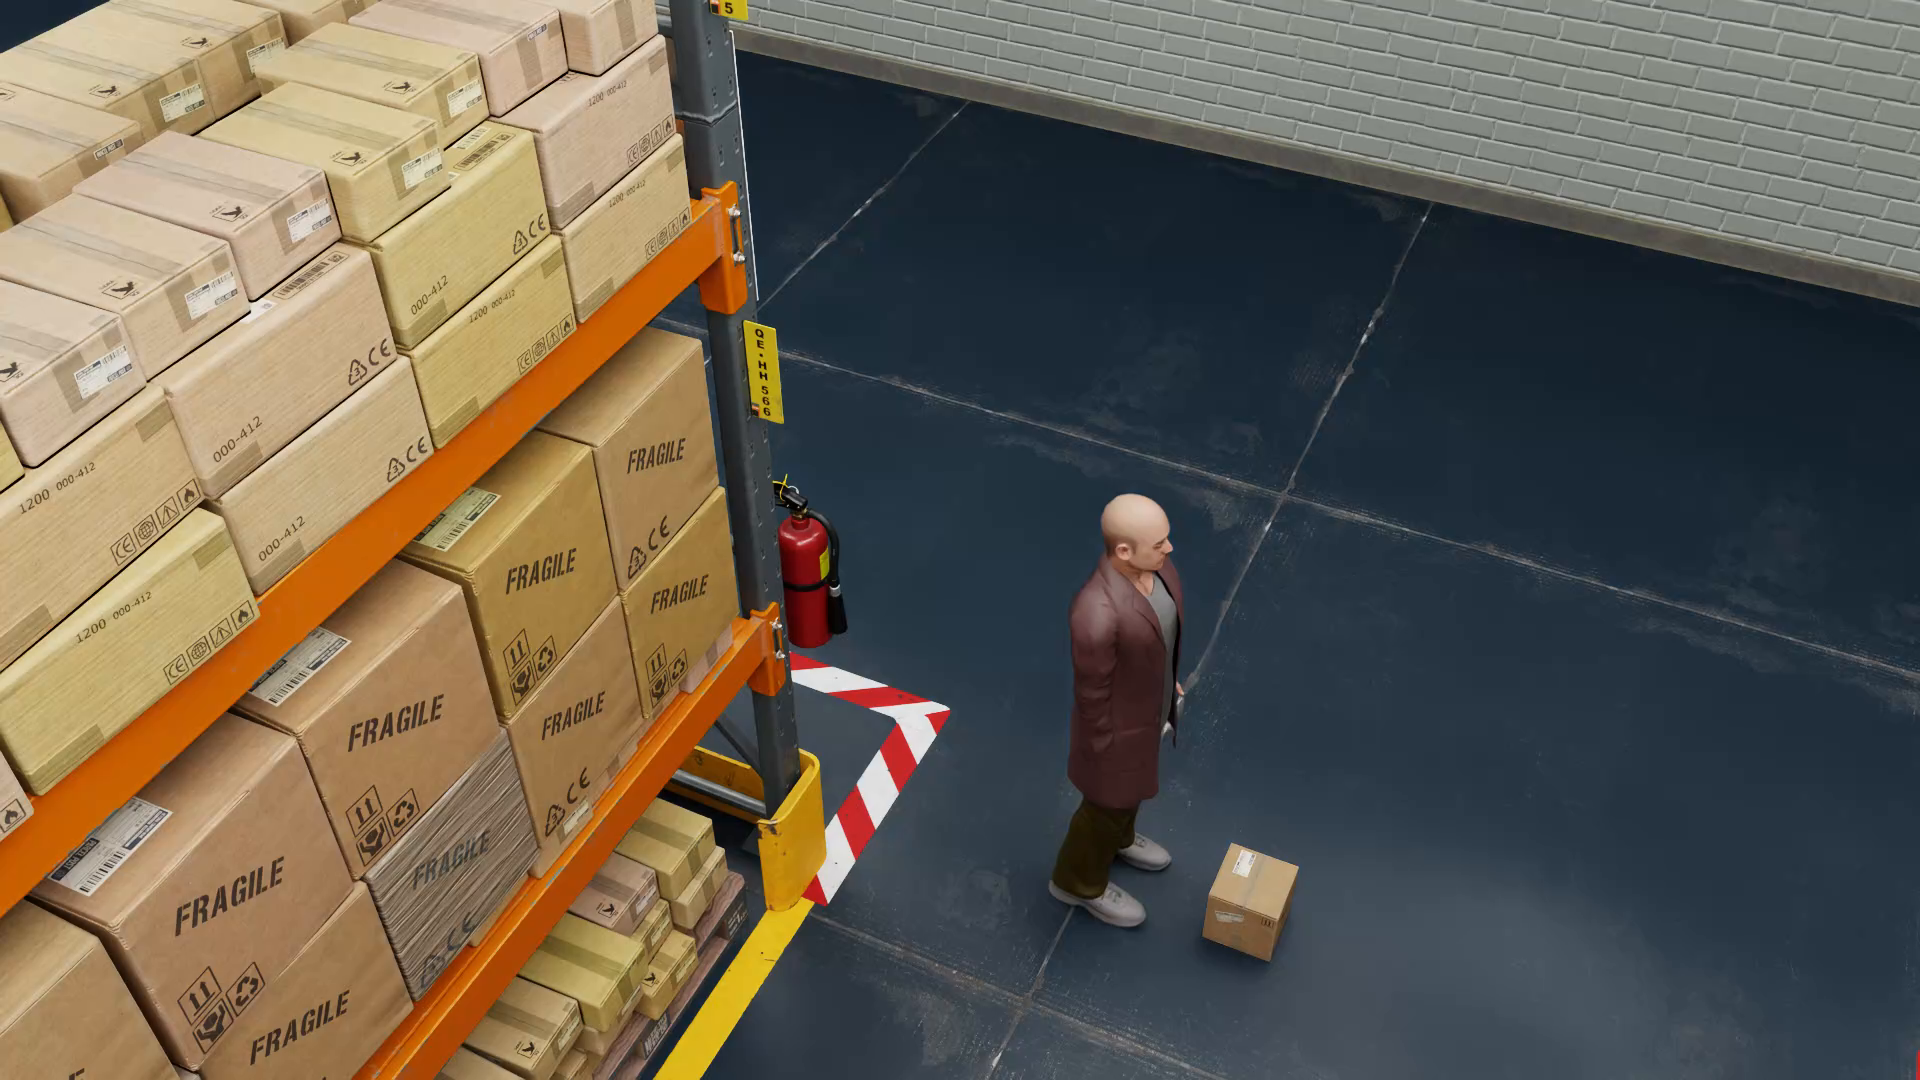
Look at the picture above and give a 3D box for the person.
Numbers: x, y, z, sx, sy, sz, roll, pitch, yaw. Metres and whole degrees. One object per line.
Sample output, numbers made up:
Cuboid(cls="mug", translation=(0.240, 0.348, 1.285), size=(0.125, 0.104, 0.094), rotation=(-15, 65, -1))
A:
Cuboid(cls="person", translation=(0.561, 0.565, 5.550), size=(0.383, 1.761, 0.572), rotation=(18, 45, 19))
